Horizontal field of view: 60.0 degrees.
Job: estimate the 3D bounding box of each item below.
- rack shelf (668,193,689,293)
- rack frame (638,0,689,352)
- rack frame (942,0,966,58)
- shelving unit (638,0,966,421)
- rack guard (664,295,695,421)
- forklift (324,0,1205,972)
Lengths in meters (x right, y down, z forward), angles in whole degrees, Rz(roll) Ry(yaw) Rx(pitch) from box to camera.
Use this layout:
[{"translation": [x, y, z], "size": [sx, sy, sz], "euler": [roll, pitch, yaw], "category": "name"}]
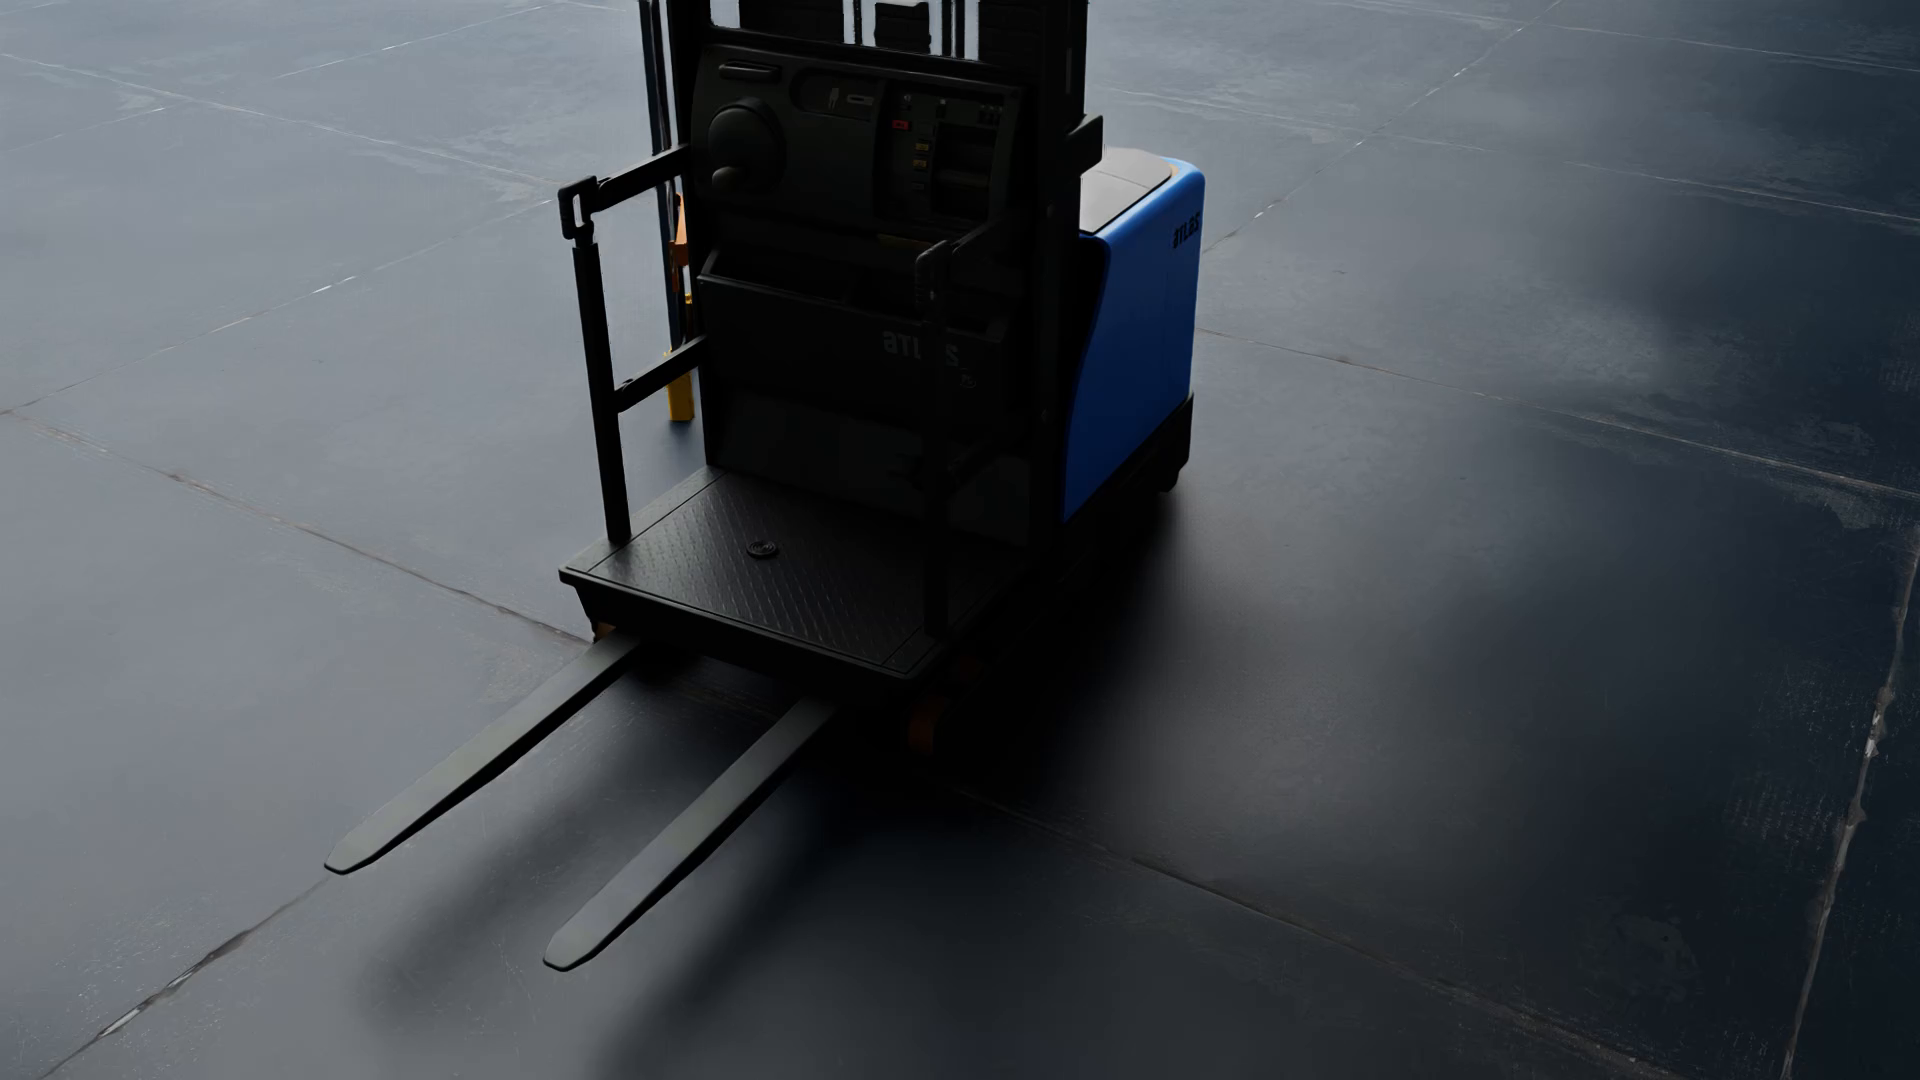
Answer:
[{"translation": [-0.527, -1.094, 5.995], "size": [1.000, 0.185, 0.538], "euler": [-3, 30, -5], "category": "rack shelf"}, {"translation": [-1.033, -1.223, 5.858], "size": [0.032, 1.500, 0.500], "euler": [-3, 30, -5], "category": "rack frame"}, {"translation": [-0.022, -1.277, 5.950], "size": [0.032, 1.500, 0.500], "euler": [-3, 30, -5], "category": "rack frame"}, {"translation": [-0.536, -1.249, 5.903], "size": [1.083, 1.500, 0.587], "euler": [-3, 30, -5], "category": "shelving unit"}, {"translation": [-1.031, -0.683, 6.173], "size": [0.087, 0.250, 0.587], "euler": [-3, 30, -5], "category": "rack guard"}, {"translation": [-0.371, -0.962, 3.990], "size": [1.130, 2.935, 3.031], "euler": [15, 33, 24], "category": "forklift"}]
